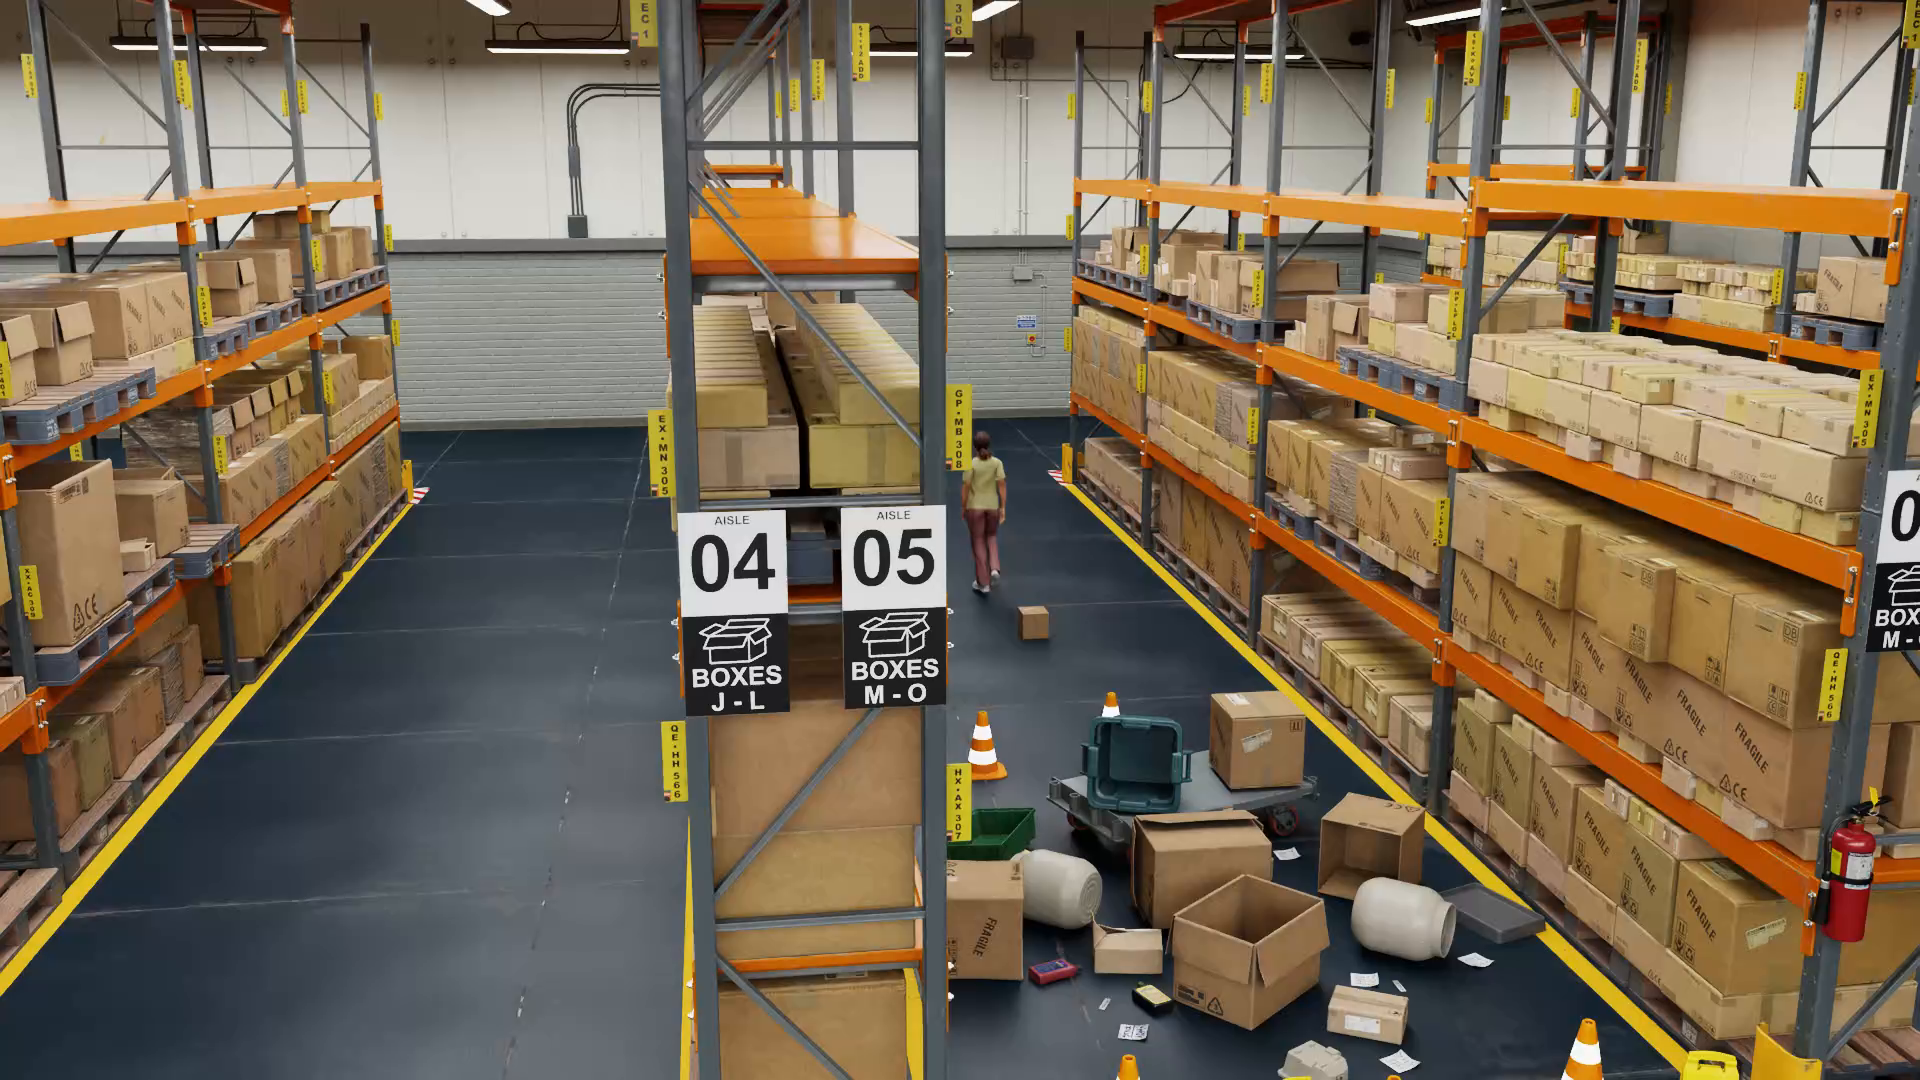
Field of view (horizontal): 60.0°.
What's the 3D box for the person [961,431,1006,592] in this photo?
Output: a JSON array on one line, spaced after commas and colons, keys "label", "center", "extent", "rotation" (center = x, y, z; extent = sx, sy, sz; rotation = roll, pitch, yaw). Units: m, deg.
[{"label": "person", "center": [0.222, -0.296, 17.187], "extent": [0.455, 1.687, 0.435], "rotation": [-4, 14, -18]}]
